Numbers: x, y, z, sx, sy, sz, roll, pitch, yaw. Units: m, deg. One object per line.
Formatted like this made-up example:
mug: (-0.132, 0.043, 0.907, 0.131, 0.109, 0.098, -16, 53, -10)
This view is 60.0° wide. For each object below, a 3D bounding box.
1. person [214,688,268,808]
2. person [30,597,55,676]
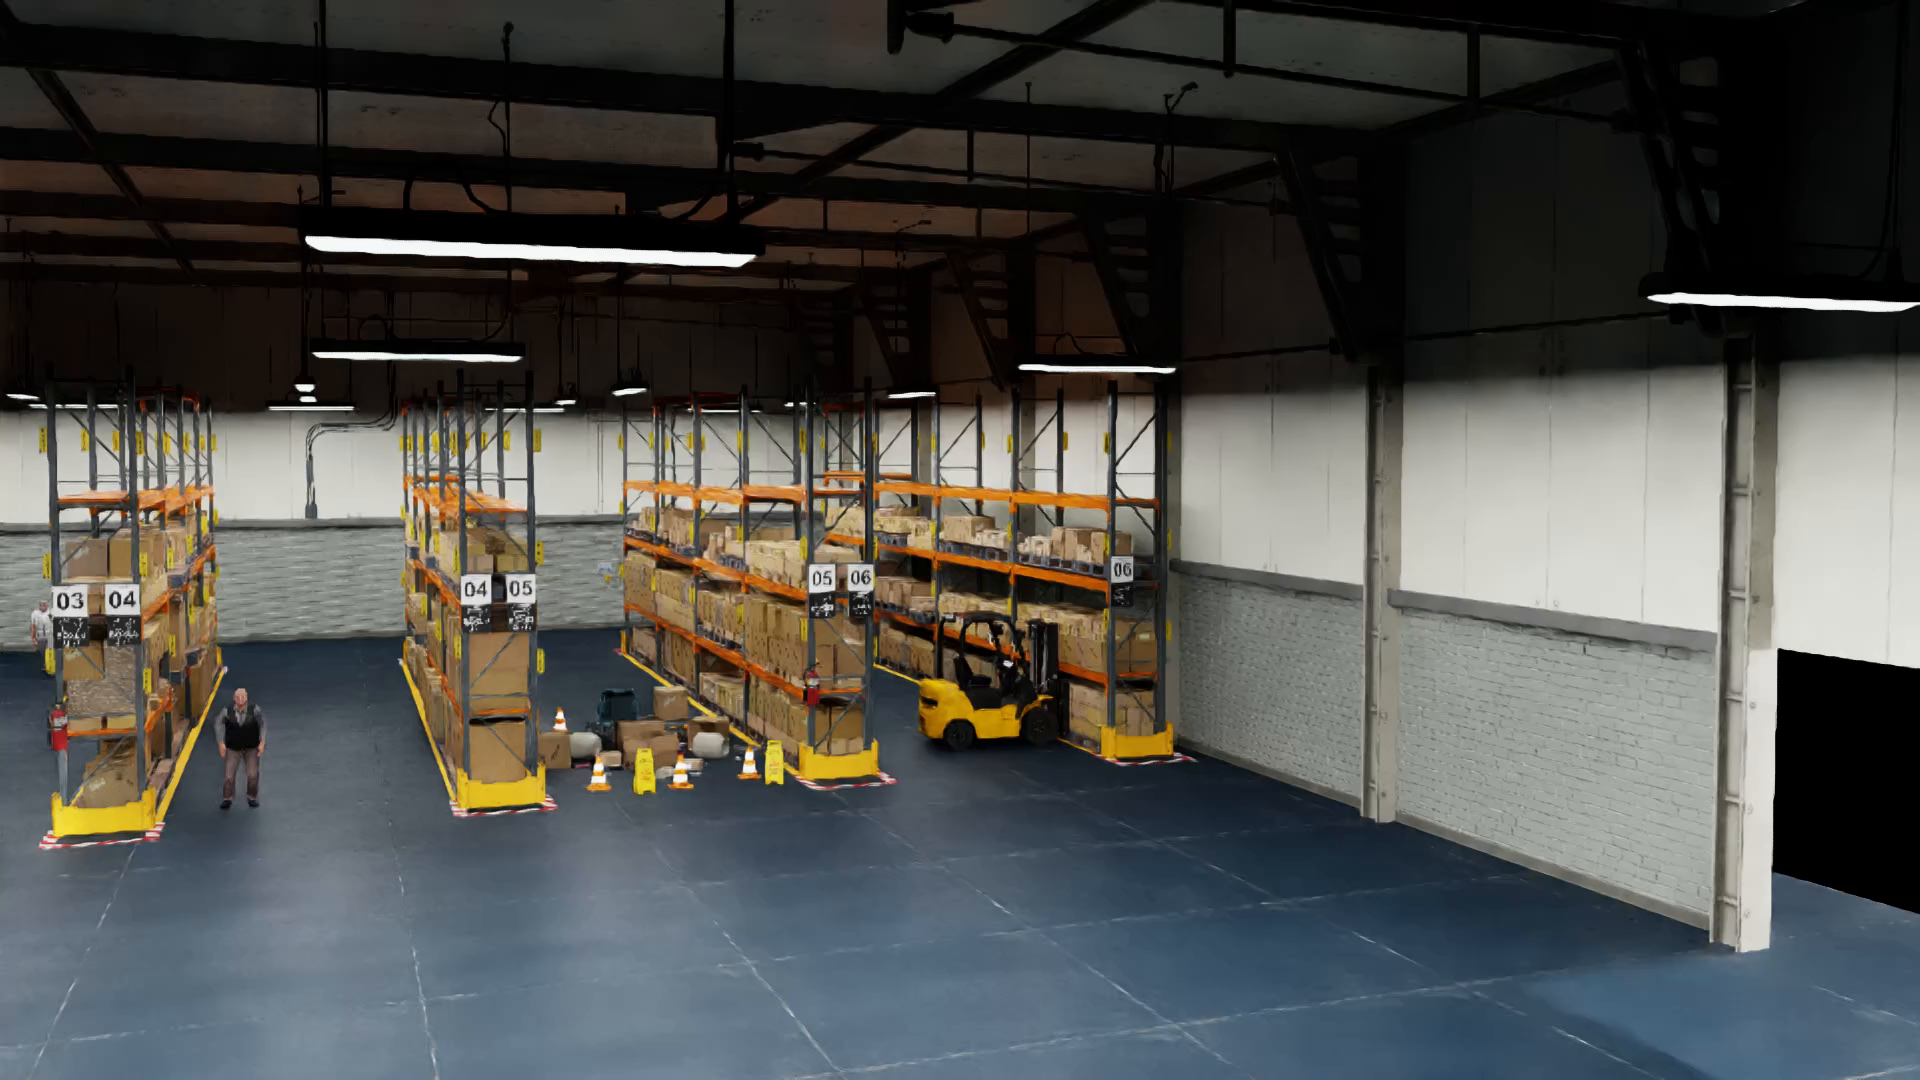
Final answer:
person: (-9.833, 2.842, 22.758, 0.677, 1.674, 0.534, -1, 4, -23)
person: (-19.688, 2.057, 35.768, 0.542, 1.675, 1.126, -1, 4, -19)
